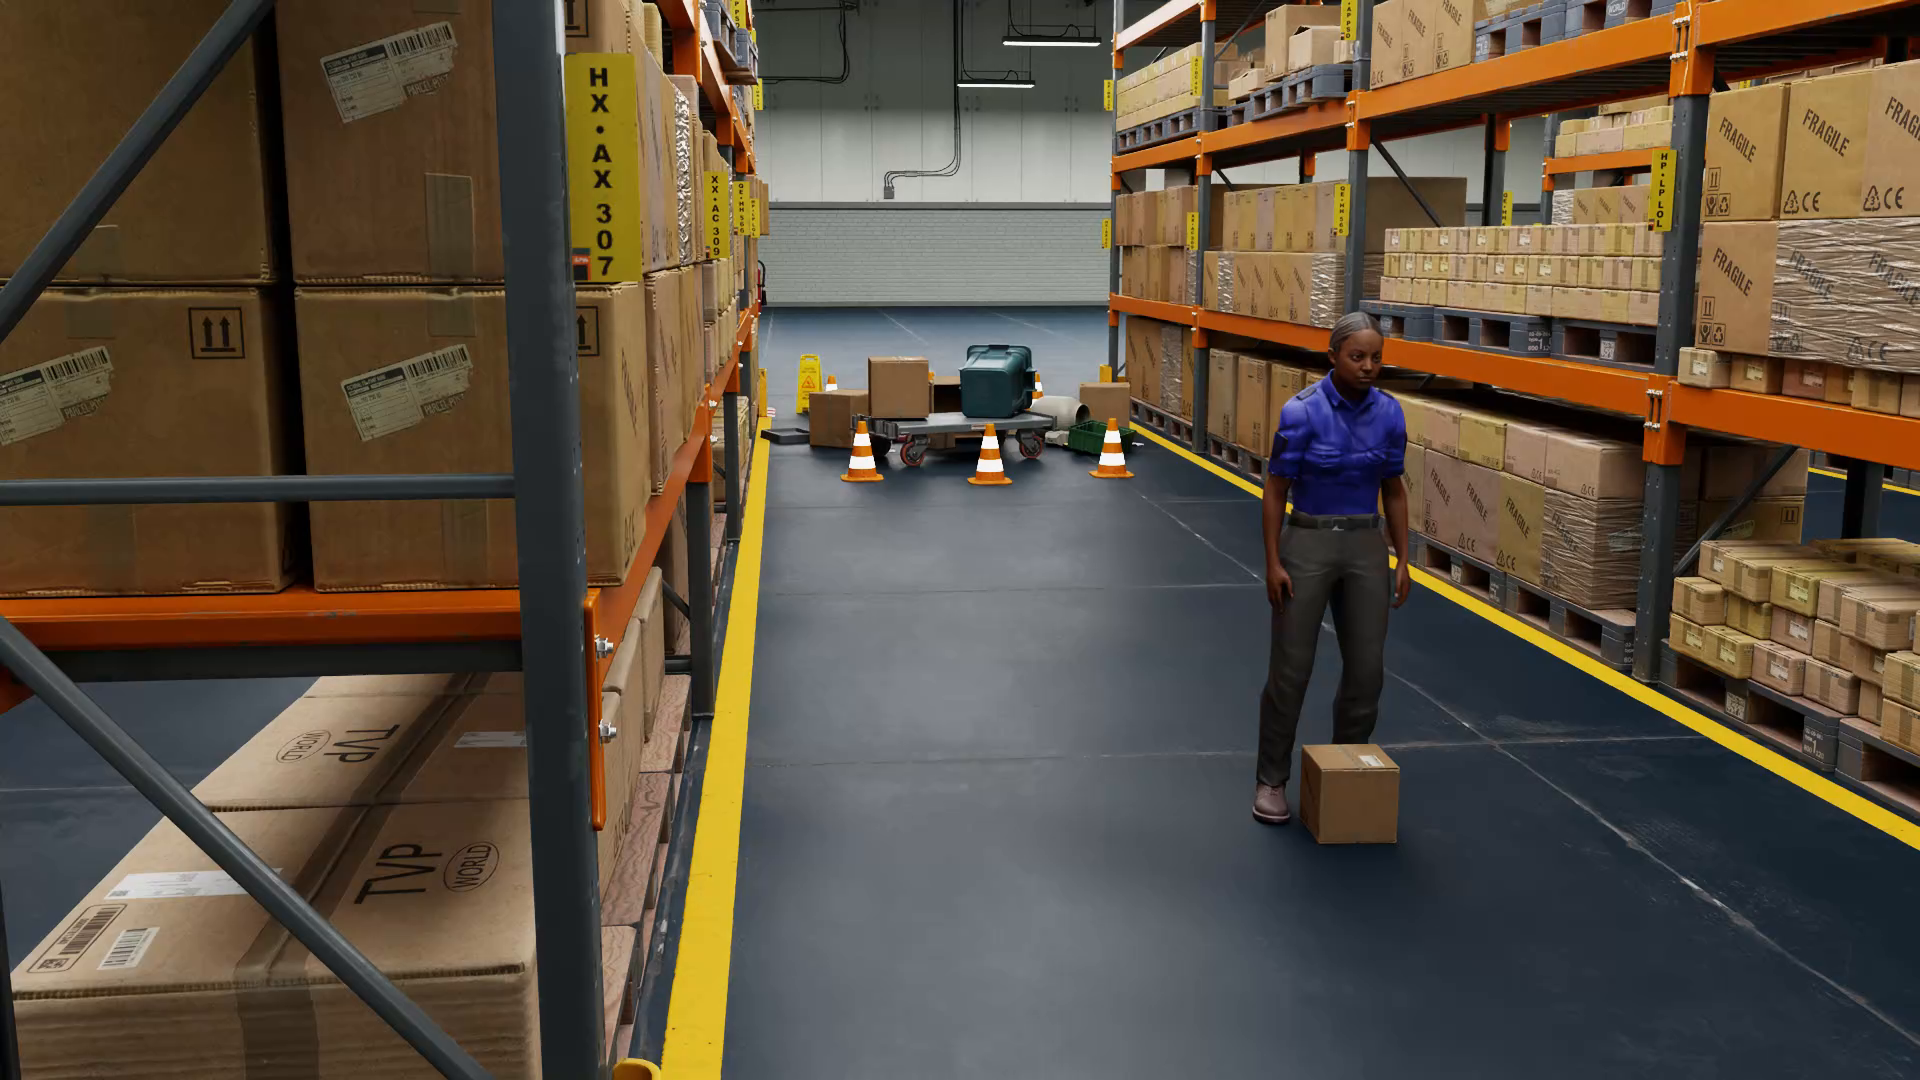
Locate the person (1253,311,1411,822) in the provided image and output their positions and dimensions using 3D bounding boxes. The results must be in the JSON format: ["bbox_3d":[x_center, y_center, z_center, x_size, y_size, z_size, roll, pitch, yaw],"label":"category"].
[{"bbox_3d":[1.220,0.083,5.453,0.530,1.656,0.346,-2,10,-9],"label":"person"}]
